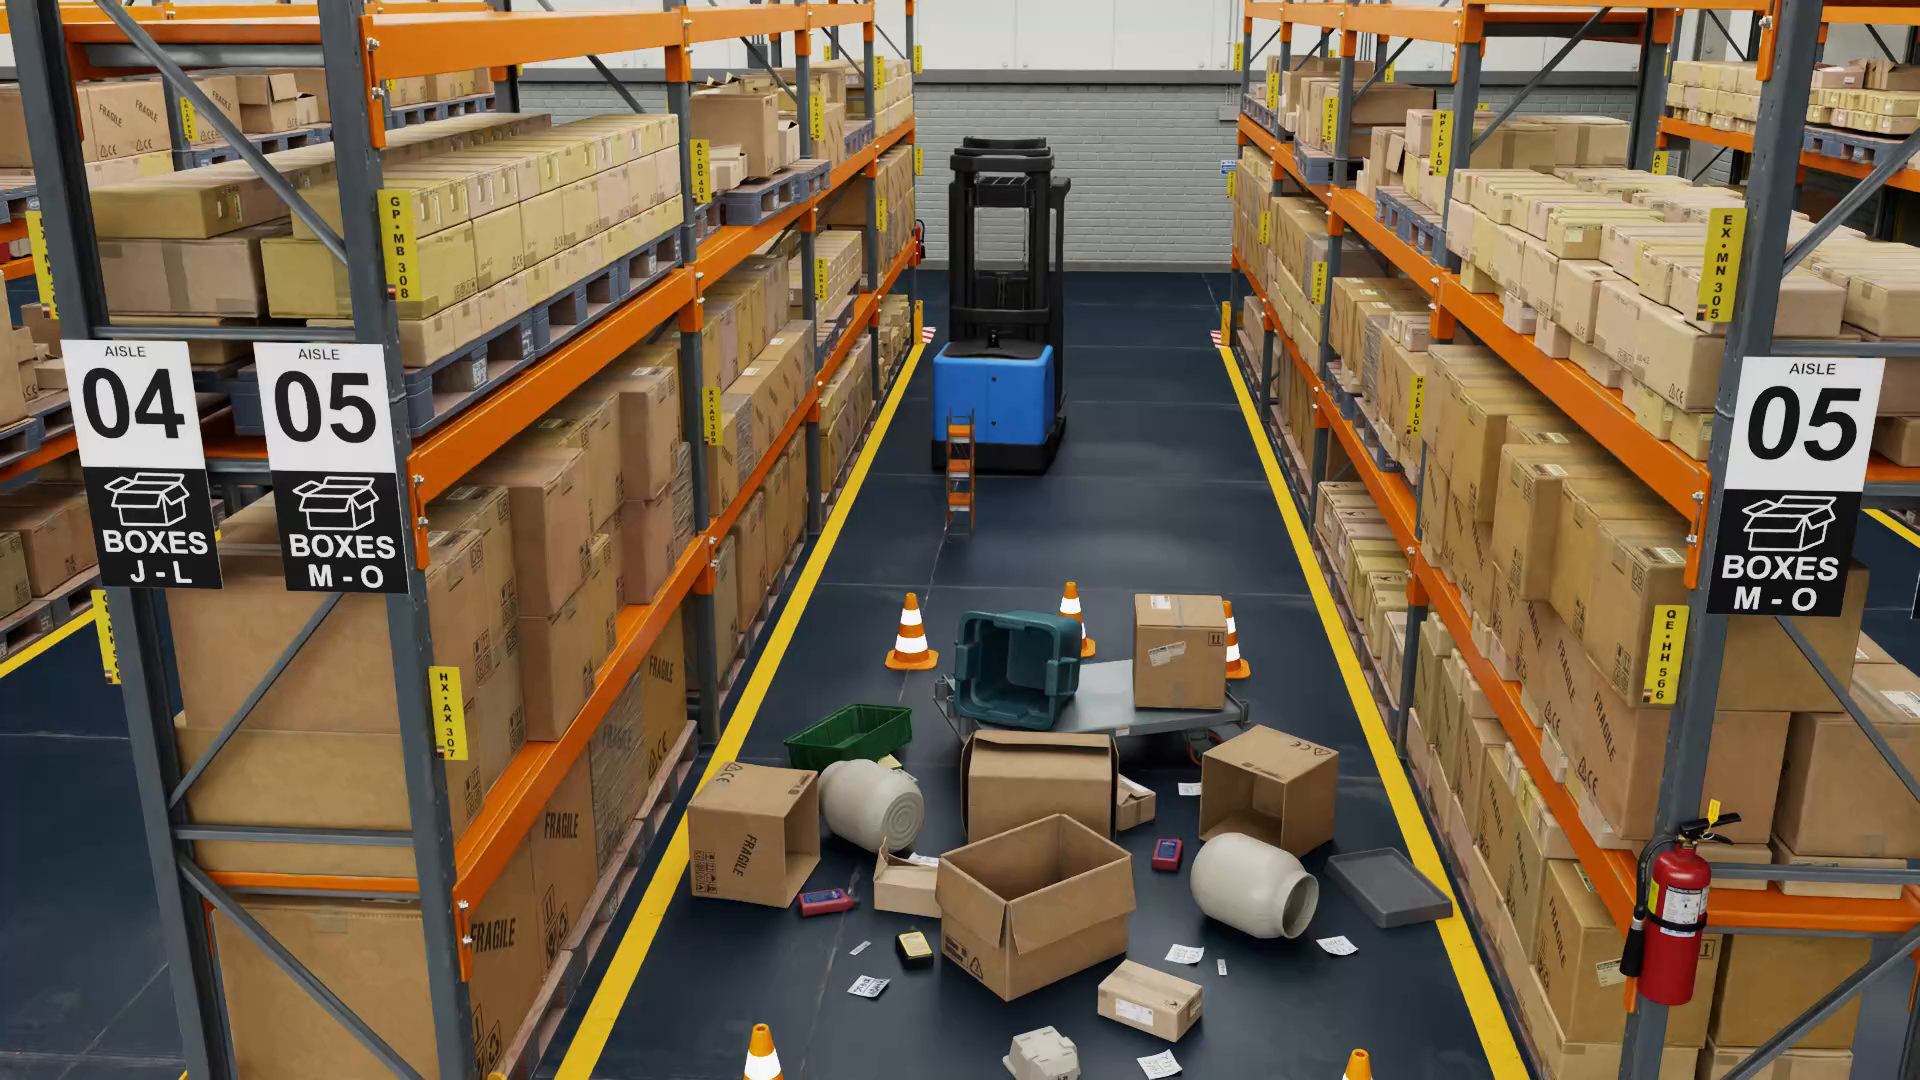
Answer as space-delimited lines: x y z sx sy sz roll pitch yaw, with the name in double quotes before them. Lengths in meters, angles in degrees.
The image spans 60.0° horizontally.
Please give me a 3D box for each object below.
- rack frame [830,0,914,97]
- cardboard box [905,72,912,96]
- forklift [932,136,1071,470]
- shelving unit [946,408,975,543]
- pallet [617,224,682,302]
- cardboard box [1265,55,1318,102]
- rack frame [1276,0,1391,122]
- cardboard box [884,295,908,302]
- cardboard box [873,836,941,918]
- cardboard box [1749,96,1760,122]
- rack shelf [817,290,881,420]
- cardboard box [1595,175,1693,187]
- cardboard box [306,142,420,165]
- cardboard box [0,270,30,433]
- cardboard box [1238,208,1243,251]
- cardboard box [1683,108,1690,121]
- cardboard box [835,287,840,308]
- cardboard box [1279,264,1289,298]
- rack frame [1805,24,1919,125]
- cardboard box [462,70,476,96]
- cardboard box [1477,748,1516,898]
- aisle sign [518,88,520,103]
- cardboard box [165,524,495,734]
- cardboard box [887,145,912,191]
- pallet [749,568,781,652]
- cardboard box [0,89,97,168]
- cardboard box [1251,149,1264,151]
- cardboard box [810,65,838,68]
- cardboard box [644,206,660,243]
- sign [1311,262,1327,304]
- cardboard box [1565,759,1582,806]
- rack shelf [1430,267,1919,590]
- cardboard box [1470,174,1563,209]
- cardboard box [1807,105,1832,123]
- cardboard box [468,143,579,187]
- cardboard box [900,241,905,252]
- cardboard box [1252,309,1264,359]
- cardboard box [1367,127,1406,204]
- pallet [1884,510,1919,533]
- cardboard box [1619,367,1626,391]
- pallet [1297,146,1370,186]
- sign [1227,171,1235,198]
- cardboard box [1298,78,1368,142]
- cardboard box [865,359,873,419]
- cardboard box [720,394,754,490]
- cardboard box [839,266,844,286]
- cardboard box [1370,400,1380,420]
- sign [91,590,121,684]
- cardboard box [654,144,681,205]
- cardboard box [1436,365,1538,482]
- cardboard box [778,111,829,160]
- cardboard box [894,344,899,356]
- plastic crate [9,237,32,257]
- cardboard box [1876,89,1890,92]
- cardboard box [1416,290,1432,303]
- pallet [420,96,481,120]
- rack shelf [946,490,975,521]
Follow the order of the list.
"rack frame" -1.060 -6.824 19.797 1.000 3.000 0.127 1 18 4
"cardboard box" -0.839 -5.416 19.756 0.500 0.250 0.500 1 18 2
"forklift" 0.475 -2.443 16.171 1.130 2.935 3.031 3 18 8
"shelving unit" 0.004 -0.516 13.310 0.215 1.050 0.252 1 18 4
"pallet" -1.989 -1.376 8.129 1.003 0.211 1.213 1 18 4
"cardboard box" 3.591 -4.991 18.026 0.500 0.500 0.500 2 18 5
"rack frame" 3.598 -5.503 15.764 1.000 3.000 0.127 1 18 4
"cardboard box" -0.845 -2.931 20.498 0.380 0.149 0.250 1 18 5
"cardboard box" -0.206 1.628 8.028 0.396 0.266 0.258 4 19 13
"cardboard box" 8.361 -4.355 16.842 0.500 0.250 0.500 1 18 2
"rack shelf" -1.490 -1.768 15.156 1.077 0.370 4.000 1 18 4
"cardboard box" 3.278 -1.666 7.997 0.380 0.149 0.250 1 18 3
"cardboard box" -2.412 -1.522 6.721 0.380 0.149 0.250 1 18 4
"cardboard box" -6.663 -1.117 10.376 1.000 1.000 1.000 1 18 4
"cardboard box" 3.556 -3.641 19.558 0.500 0.500 0.500 1 18 3
"cardboard box" 8.589 -4.915 19.191 0.380 0.149 0.250 2 18 5
"cardboard box" -1.287 -2.196 15.036 0.380 0.149 0.250 1 18 2
"cardboard box" 3.213 -2.369 15.274 0.500 0.250 0.500 2 18 5
"rack frame" 8.549 -5.393 15.430 1.000 3.000 0.127 1 18 4
"cardboard box" -6.144 -5.501 19.580 0.700 0.500 0.500 1 18 2
"cardboard box" 2.612 1.253 7.320 0.500 0.500 0.500 1 18 3
"aisle sign" -5.695 -5.366 20.808 0.394 0.787 0.004 1 18 4
"cardboard box" -2.141 0.297 5.723 0.875 0.550 0.550 1 18 4
"cardboard box" -0.844 -4.490 20.063 0.500 0.500 0.500 1 18 3
"pallet" -1.855 0.458 11.687 1.003 0.211 1.213 1 18 4
"cardboard box" -6.434 -2.874 11.598 0.500 0.500 0.500 2 18 5
"cardboard box" 3.636 -4.538 19.647 0.380 0.149 0.250 2 18 5
"cardboard box" -1.532 -5.097 18.141 0.380 0.149 0.250 1 18 3
"cardboard box" -1.662 -1.521 7.997 0.380 0.149 0.250 2 18 5
"sign" 2.758 -1.971 12.762 0.100 0.325 0.005 1 18 4
"cardboard box" 2.499 0.913 6.222 0.380 0.149 0.250 1 18 3
"rack shelf" 2.881 -0.630 6.865 1.077 0.370 4.000 1 18 4
"cardboard box" 2.687 -1.680 8.039 0.380 0.149 0.250 2 18 6
"cardboard box" 8.078 -3.932 15.356 0.380 0.149 0.250 1 18 5
"cardboard box" -1.755 -1.507 6.675 0.380 0.149 0.250 2 18 5
"cardboard box" -0.854 -3.512 19.727 0.380 0.149 0.250 2 18 5
"cardboard box" 3.880 -2.384 19.323 0.875 0.438 0.875 2 18 5
"cardboard box" 3.233 -2.588 11.527 0.700 0.500 0.500 1 18 4
"pallet" 8.354 -0.206 13.712 1.003 0.211 1.213 1 18 4
"cardboard box" 2.607 -0.585 5.977 0.380 0.149 0.250 1 18 4
"pallet" 3.305 -2.946 13.083 1.213 0.211 1.003 2 18 6
"sign" 3.332 -4.357 20.386 0.100 0.325 0.005 1 18 4
"cardboard box" 3.148 -3.636 14.049 0.500 0.500 0.500 1 18 4
"cardboard box" -1.148 -1.507 16.545 0.500 0.500 0.500 1 18 3
"cardboard box" -1.578 -0.608 10.300 0.500 0.500 0.500 1 18 4
"cardboard box" -1.269 -2.415 15.227 0.380 0.149 0.250 1 18 4
"cardboard box" 2.938 -0.892 11.057 0.380 0.149 0.250 2 18 6
"sign" -2.747 0.317 5.399 0.100 0.325 0.005 1 18 4
"cardboard box" -1.699 -1.830 8.302 0.500 0.250 0.500 1 18 3
"cardboard box" 2.718 -0.541 8.013 0.700 0.500 0.500 1 18 4
"cardboard box" -1.327 -3.133 13.189 0.500 0.500 0.500 1 18 4
"cardboard box" -0.912 -2.246 19.363 0.380 0.149 0.250 2 18 5
"plastic crate" -10.933 -3.426 19.155 0.437 0.282 0.530 1 18 4
"cardboard box" 8.648 -4.061 15.272 0.380 0.149 0.250 1 18 4
"cardboard box" 3.530 -1.490 11.839 0.500 0.500 0.500 1 18 3
"pallet" -6.127 -4.888 18.848 1.003 0.211 1.213 1 18 4
"rack shelf" 0.004 -0.241 13.400 0.215 0.259 0.240 1 18 4
